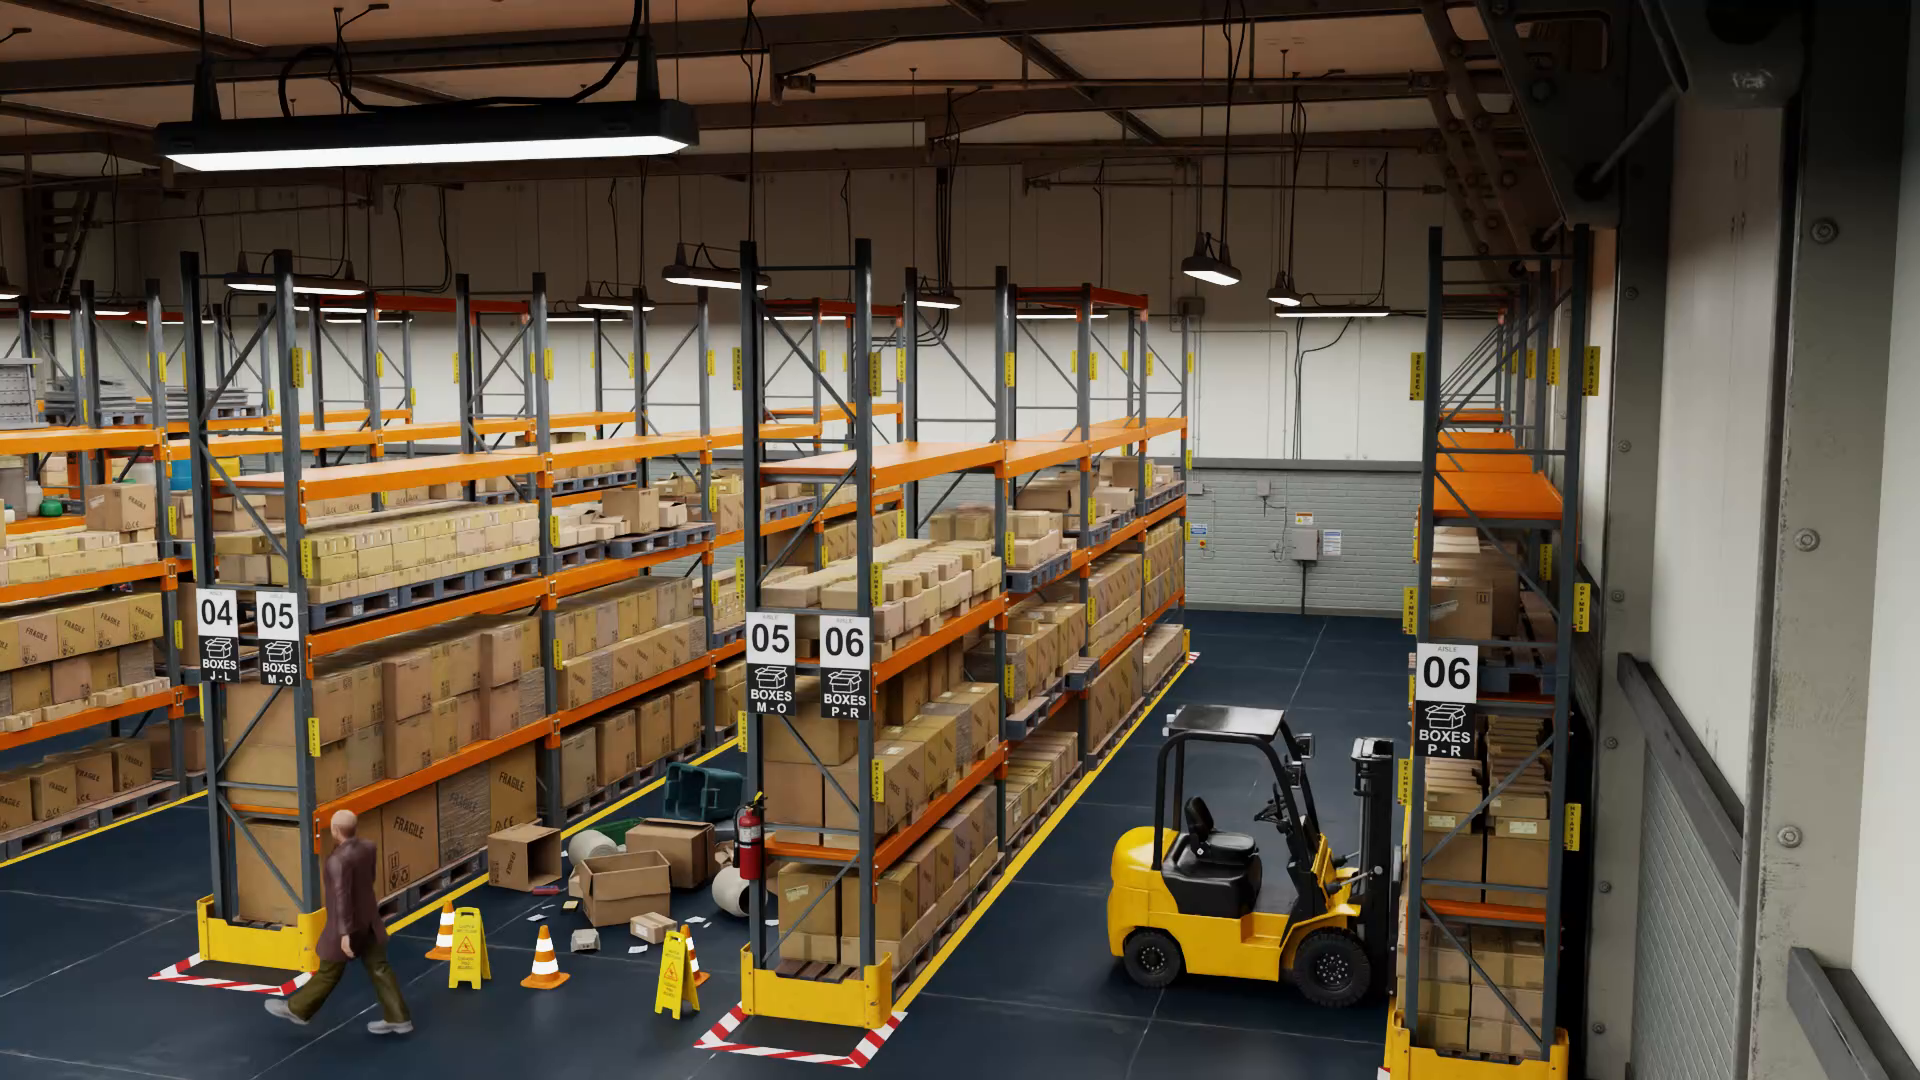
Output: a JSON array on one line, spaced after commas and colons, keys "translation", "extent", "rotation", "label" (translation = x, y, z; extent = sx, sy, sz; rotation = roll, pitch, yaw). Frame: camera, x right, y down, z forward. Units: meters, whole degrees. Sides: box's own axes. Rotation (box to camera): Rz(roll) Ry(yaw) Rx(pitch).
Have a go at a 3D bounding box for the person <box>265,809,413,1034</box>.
[{"translation": [-4.699, 2.881, 12.638], "extent": [1.135, 1.721, 0.610], "rotation": [2, 7, 20], "label": "person"}]
